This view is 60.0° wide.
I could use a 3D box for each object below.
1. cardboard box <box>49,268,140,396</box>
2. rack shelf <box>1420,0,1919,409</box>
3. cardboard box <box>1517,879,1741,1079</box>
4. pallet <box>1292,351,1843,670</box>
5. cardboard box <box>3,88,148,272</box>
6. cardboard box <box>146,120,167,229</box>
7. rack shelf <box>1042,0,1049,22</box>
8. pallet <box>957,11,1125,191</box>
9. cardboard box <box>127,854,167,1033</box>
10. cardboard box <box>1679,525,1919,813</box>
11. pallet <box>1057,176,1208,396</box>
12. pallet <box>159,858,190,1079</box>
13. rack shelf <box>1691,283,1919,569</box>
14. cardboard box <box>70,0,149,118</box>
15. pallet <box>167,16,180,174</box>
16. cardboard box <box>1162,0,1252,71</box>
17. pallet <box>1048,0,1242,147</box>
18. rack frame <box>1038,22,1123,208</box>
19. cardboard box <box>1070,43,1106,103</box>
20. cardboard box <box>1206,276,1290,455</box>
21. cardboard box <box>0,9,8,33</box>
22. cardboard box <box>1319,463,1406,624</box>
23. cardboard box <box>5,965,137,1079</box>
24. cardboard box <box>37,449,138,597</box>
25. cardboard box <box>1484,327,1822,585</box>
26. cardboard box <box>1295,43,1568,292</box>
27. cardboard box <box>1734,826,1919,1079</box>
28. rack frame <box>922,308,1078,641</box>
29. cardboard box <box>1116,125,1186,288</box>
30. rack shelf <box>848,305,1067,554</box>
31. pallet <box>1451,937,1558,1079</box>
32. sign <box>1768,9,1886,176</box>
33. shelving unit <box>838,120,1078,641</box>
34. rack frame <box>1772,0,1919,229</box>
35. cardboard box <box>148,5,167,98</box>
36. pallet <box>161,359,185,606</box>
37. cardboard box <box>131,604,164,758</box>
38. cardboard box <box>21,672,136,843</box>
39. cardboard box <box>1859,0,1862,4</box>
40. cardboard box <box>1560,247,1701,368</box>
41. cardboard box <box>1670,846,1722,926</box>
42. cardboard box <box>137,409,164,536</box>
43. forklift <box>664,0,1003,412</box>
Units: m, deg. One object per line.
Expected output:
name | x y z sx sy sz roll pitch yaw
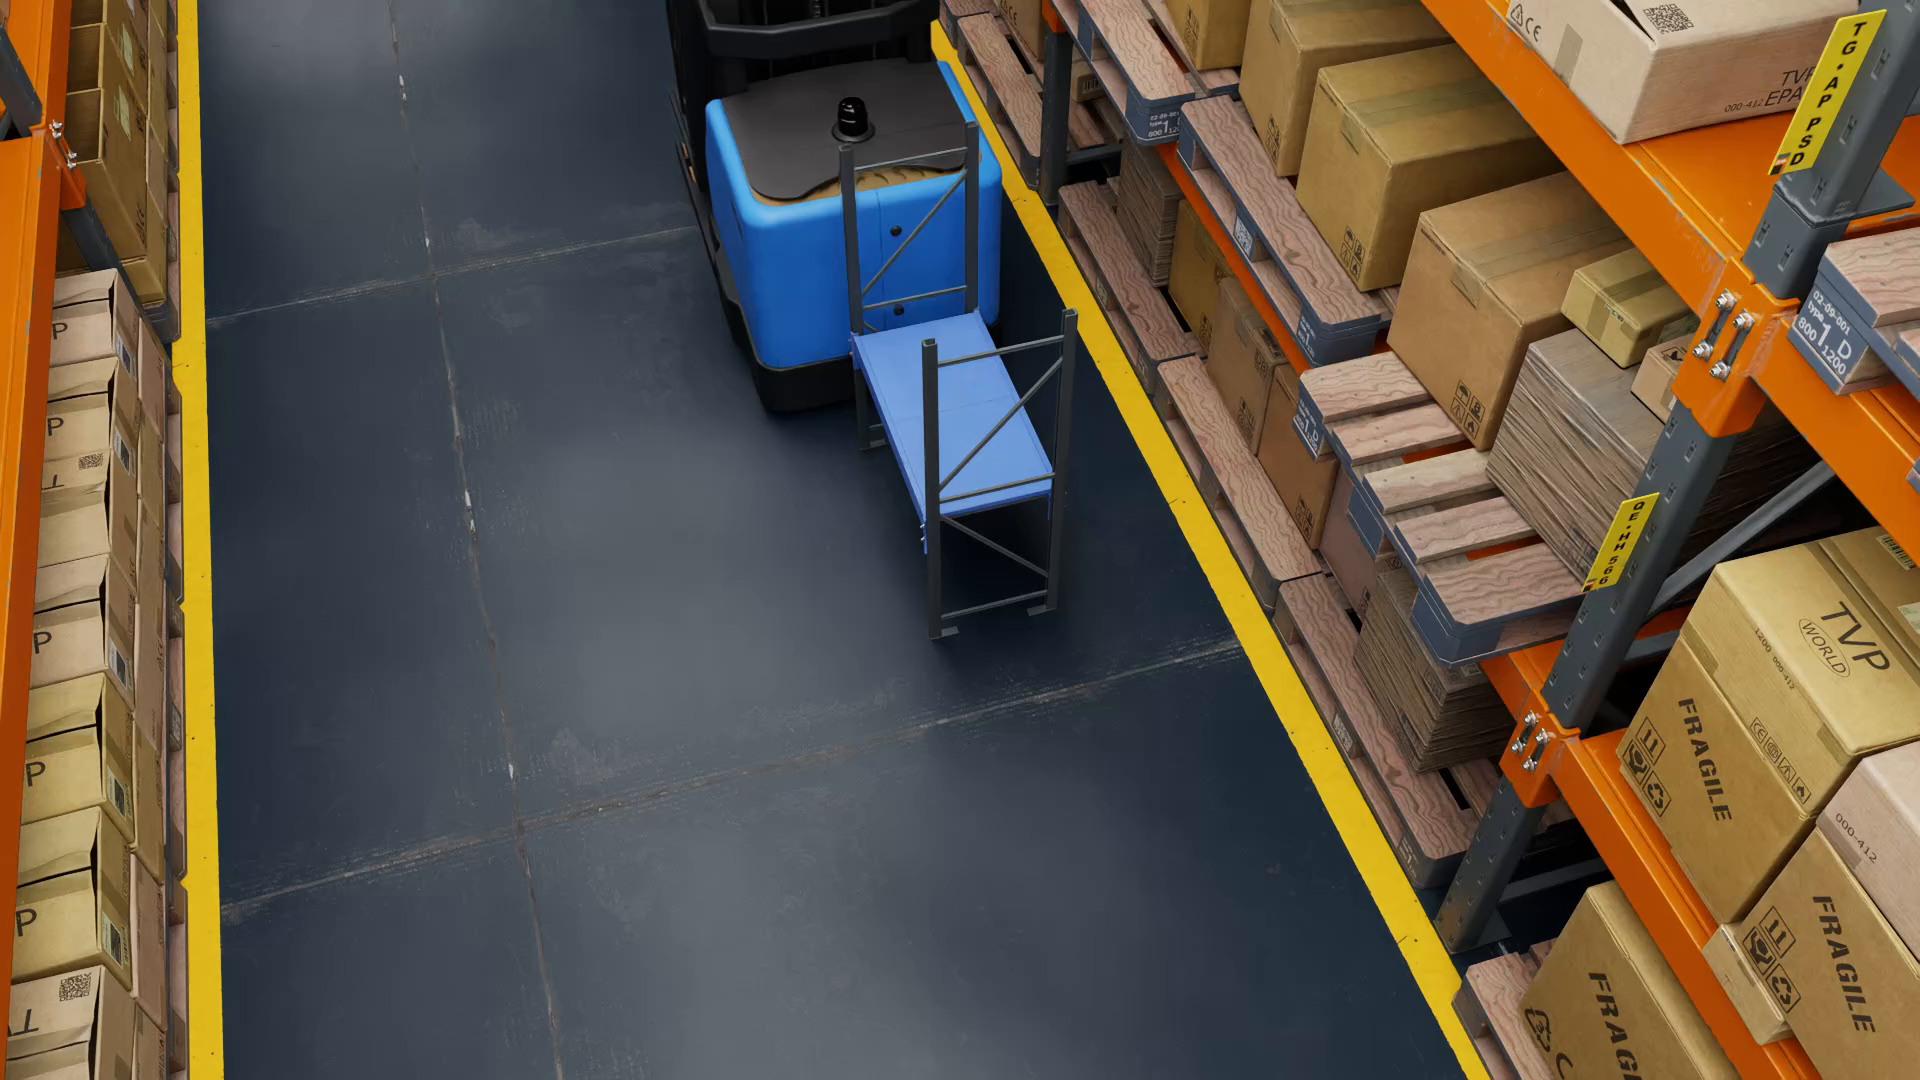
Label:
cardboard box | -3.470 -0.771 6.384 0.500 0.311 0.500 -13 51 -11
rack shelf | 1.459 -1.969 4.746 1.077 0.370 4.000 -13 51 -11
cardboard box | 2.143 1.351 4.570 0.750 0.750 0.750 -14 51 -11
pallet | 1.738 -0.208 4.878 1.213 0.211 1.003 -13 51 -11
cardboard box | -3.701 -1.472 6.852 0.500 0.500 0.500 -13 51 -11
cardboard box | -3.854 -1.594 7.446 0.500 0.250 0.500 -13 51 -11
rack shelf | 0.276 -3.923 8.356 1.077 0.370 4.000 -13 51 -11
pallet | 0.635 -2.278 8.322 1.003 0.211 1.213 -13 51 -11
cardboard box | -2.704 1.285 5.018 0.500 0.250 0.500 -15 51 -12
cardboard box | 1.947 0.262 3.594 0.500 0.250 0.500 -12 51 -10
pallet | 1.099 -1.227 7.436 1.003 0.211 1.213 -13 51 -11
pallet | -2.887 1.638 5.020 1.003 0.211 1.213 -13 51 -11
rack shelf | 2.642 0.953 2.283 1.077 0.370 4.000 -13 51 -11
cardboard box | -3.997 -2.202 7.468 0.500 0.500 0.500 -13 51 -11
pallet | -4.423 -2.156 8.219 1.003 0.211 1.213 -13 51 -11
cardboard box | 1.144 -2.079 5.978 0.700 0.500 0.500 -9 50 -7
pallet | 0.955 -2.042 6.424 1.003 0.211 1.213 -13 51 -11
rack frame | 0.868 -2.695 6.849 1.000 3.000 0.127 -13 51 -11
cardboard box | 0.681 -2.307 8.088 0.380 0.166 0.250 -19 53 -16
cardboard box | 1.414 -0.749 6.556 0.700 0.500 0.500 -13 51 -11
cardboard box | -4.001 -1.927 6.137 0.700 0.500 0.500 -15 51 -12
cardboard box | 1.747 -0.026 5.947 0.700 0.500 0.500 -13 51 -11
cardboard box | -2.555 1.471 4.495 0.500 0.311 0.500 -12 51 -10
cardboard box | -3.165 -0.027 5.758 0.500 0.311 0.500 -13 51 -11
cardboard box | 1.902 -0.288 4.468 0.700 0.500 0.500 -19 52 -15
cardboard box | 1.512 -1.193 5.230 0.700 0.500 0.500 -13 51 -11
cardboard box | 2.096 0.890 3.555 0.500 0.500 0.500 -12 51 -10
rack frame | 0.125 -0.174 5.706 0.500 1.500 0.032 -13 51 -11
cardboard box | 1.101 -1.497 7.187 0.700 0.500 0.500 -12 51 -10
rack shelf | -0.025 -0.430 6.156 0.538 0.185 1.000 -13 51 -11
pallet | 2.212 1.719 4.953 1.003 0.211 1.213 -13 51 -11
sign | 1.532 -0.785 2.940 0.100 0.325 0.005 -13 51 -11
shelving unit | -0.025 -0.546 6.019 0.538 1.500 1.048 -13 51 -11
rack frame | 2.051 -1.707 2.093 1.000 3.000 0.127 -13 51 -11
cardboard box | -4.150 -2.325 8.061 0.500 0.250 0.500 -13 51 -11
pallet | -3.608 -0.144 6.523 1.003 0.211 1.213 -13 51 -11
cardboard box | -3.015 0.532 5.653 0.500 0.250 0.500 -12 51 -10
cardboard box | -2.867 0.716 5.131 0.500 0.311 0.500 -15 51 -12
cardboard box | 2.057 -1.356 3.681 0.500 0.500 0.500 -13 51 -11
cardboard box | 1.811 -0.633 4.334 0.380 0.149 0.250 -21 53 -17
cardboard box | 1.993 0.780 4.071 0.380 0.149 0.250 -13 51 -10
cardboard box | -3.316 -0.214 6.282 0.500 0.250 0.500 -14 51 -12
forklift | -0.730 -2.632 6.841 1.130 2.935 3.031 -13 51 -11
